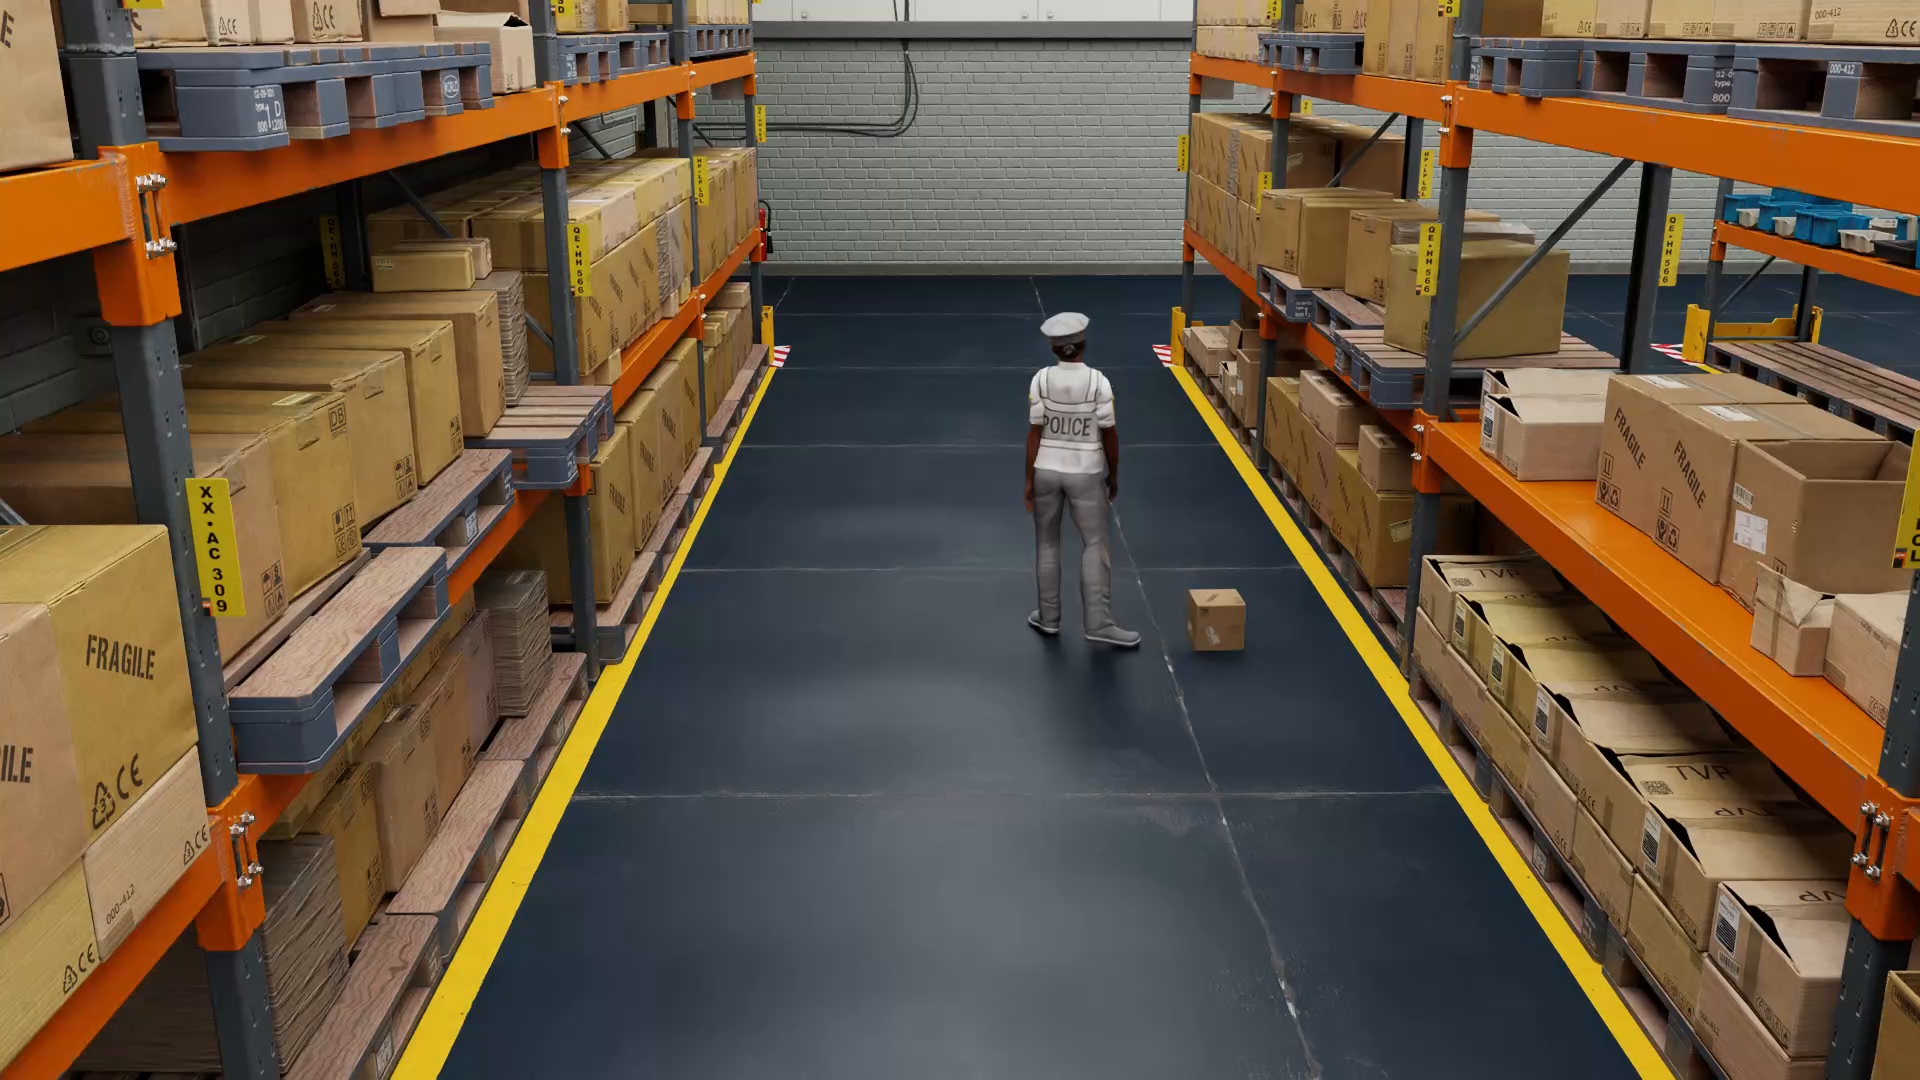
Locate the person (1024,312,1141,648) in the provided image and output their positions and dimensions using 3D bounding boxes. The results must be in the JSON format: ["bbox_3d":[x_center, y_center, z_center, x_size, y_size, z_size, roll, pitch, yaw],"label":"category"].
[{"bbox_3d":[0.638,-0.296,8.477,0.653,1.675,0.469,4,18,14],"label":"person"}]
